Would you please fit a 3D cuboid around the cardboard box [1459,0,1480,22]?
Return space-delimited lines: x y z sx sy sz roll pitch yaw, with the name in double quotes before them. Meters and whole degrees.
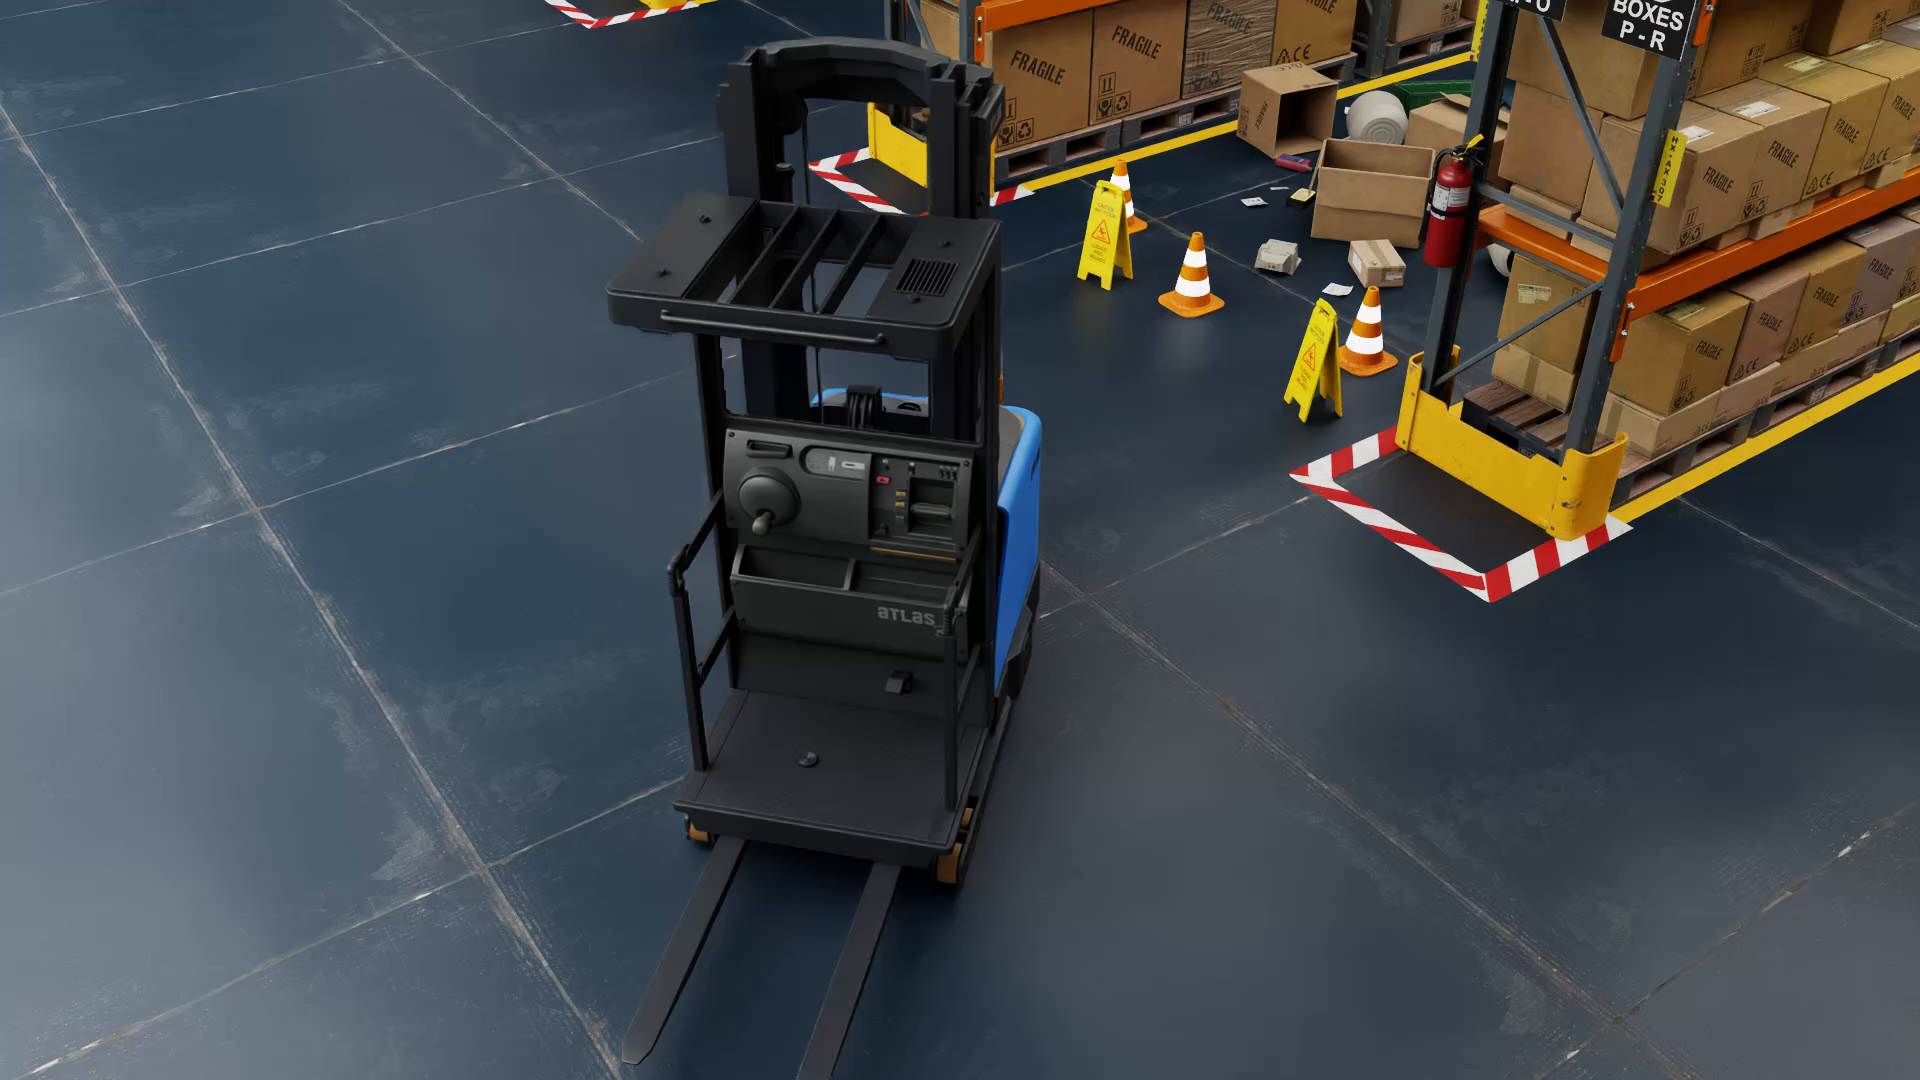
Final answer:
"cardboard box" 4.322 -5.014 14.220 0.750 0.750 1.050 -22 41 -28

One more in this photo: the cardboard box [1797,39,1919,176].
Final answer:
"cardboard box" 4.535 -2.220 8.427 0.500 0.500 0.500 -23 42 -29

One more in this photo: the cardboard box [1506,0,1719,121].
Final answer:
"cardboard box" 3.032 -2.352 7.755 0.500 0.500 0.700 -23 42 -29

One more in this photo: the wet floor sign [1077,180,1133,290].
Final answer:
"wet floor sign" 0.923 -1.927 10.377 0.267 0.644 0.232 30 45 35

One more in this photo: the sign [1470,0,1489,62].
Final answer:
"sign" 2.437 -2.379 7.726 0.005 0.325 0.100 -22 41 -28

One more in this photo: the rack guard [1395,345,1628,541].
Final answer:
"rack guard" 2.802 -0.520 8.544 0.348 0.500 1.175 -22 41 -28

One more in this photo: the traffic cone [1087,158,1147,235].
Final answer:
"traffic cone" 1.058 -2.308 11.063 0.334 0.463 0.336 -22 41 -28

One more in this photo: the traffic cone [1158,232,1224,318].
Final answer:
"traffic cone" 1.431 -1.655 10.155 0.334 0.463 0.336 -22 41 -28

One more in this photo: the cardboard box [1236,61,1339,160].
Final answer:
"cardboard box" 2.398 -3.157 12.209 0.500 0.500 0.500 -15 38 -20

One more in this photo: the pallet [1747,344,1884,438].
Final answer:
"pallet" 4.483 -1.067 9.553 1.213 0.211 1.003 -22 41 -28

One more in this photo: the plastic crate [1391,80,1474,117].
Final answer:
"plastic crate" 3.688 -3.381 12.741 0.662 0.188 0.450 -3 26 -4

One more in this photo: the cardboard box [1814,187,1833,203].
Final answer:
"cardboard box" 4.206 -1.849 8.467 0.250 0.149 0.380 -21 41 -26

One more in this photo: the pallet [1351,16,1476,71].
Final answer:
"pallet" 3.663 -4.346 14.112 1.213 0.211 1.003 -22 41 -28

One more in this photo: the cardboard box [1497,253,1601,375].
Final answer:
"cardboard box" 3.245 -1.262 8.788 0.500 0.500 0.500 -22 41 -28

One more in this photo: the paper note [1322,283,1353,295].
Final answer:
"paper note" 2.366 -1.572 10.409 0.148 0.019 0.142 22 41 28

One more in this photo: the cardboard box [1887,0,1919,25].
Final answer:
"cardboard box" 4.669 -3.060 8.739 0.500 0.500 0.700 -23 42 -29

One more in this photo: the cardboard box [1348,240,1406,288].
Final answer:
"cardboard box" 2.647 -1.756 10.565 0.250 0.149 0.380 -3 36 -4

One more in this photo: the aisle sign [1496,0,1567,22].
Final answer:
"aisle sign" 2.522 -2.682 7.184 0.004 0.787 0.394 -22 41 -28

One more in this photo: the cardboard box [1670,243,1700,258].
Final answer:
"cardboard box" 3.335 -1.514 8.002 0.250 0.149 0.380 -22 41 -27

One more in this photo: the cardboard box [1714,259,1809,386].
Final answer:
"cardboard box" 4.003 -1.193 8.693 0.500 0.500 0.500 -24 42 -29

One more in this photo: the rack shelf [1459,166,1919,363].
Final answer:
"rack shelf" 4.375 -1.890 8.924 4.000 0.370 1.077 -22 41 -28

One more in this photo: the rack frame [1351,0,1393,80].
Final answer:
"rack frame" 3.075 -5.183 12.887 0.127 3.000 1.000 -22 41 -28

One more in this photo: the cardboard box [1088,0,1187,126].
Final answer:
"cardboard box" 1.040 -3.702 12.288 0.875 0.875 0.875 -23 42 -29

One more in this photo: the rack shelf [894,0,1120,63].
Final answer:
"rack shelf" 1.441 -4.218 12.162 4.000 0.370 1.077 -22 41 -28

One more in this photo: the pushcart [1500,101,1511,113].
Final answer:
"pushcart" 4.655 -2.861 11.905 1.648 0.377 0.936 22 41 28

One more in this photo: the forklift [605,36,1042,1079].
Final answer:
"forklift" -0.457 -0.110 5.892 1.130 2.935 3.031 8 36 10

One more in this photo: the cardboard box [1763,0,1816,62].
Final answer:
"cardboard box" 3.807 -2.740 8.293 0.500 0.500 0.700 -23 42 -28

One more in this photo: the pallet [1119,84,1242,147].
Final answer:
"pallet" 1.411 -3.420 12.824 1.213 0.211 1.003 -22 41 -28

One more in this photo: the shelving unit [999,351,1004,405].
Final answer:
"shelving unit" 0.044 -0.444 7.968 0.252 1.050 0.215 -22 41 -28

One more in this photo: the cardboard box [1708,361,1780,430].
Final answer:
"cardboard box" 3.980 -0.871 8.887 0.500 0.250 0.500 -21 41 -26

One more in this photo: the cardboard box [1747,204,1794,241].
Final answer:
"cardboard box" 3.833 -1.628 8.160 0.250 0.149 0.380 -22 41 -27

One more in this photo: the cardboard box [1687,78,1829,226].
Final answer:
"cardboard box" 3.708 -1.873 7.945 0.500 0.500 0.500 -21 41 -27

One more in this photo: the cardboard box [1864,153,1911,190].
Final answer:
"cardboard box" 4.678 -1.980 8.649 0.250 0.149 0.380 -22 41 -28

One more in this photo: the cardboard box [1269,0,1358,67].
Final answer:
"cardboard box" 2.521 -4.313 13.137 0.875 0.875 0.875 -22 41 -27

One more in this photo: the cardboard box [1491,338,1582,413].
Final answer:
"cardboard box" 3.265 -0.972 9.027 0.500 0.250 0.500 -23 41 -28

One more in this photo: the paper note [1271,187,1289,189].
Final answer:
"paper note" 2.244 -2.470 11.676 0.123 0.001 0.032 -3 36 -4

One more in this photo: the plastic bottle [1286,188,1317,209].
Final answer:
"plastic bottle" 2.377 -2.373 11.497 0.133 0.061 0.283 22 41 28

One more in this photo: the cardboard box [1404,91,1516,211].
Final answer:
"cardboard box" 3.477 -2.668 11.413 0.503 0.637 0.797 -22 41 -28

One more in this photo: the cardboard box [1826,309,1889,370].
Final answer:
"cardboard box" 4.833 -1.229 9.385 0.500 0.250 0.500 -22 41 -27

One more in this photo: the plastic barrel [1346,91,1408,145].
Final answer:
"plastic barrel" 3.032 -3.023 12.091 0.421 0.421 0.512 3 36 4

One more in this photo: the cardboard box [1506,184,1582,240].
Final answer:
"cardboard box" 2.922 -1.635 8.169 0.250 0.149 0.380 -21 41 -26

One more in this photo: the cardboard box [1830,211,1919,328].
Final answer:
"cardboard box" 4.849 -1.542 9.178 0.500 0.500 0.500 -20 40 -26

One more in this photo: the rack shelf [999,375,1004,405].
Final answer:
"rack shelf" 0.044 -0.666 7.809 0.240 0.259 0.215 -22 41 -28
